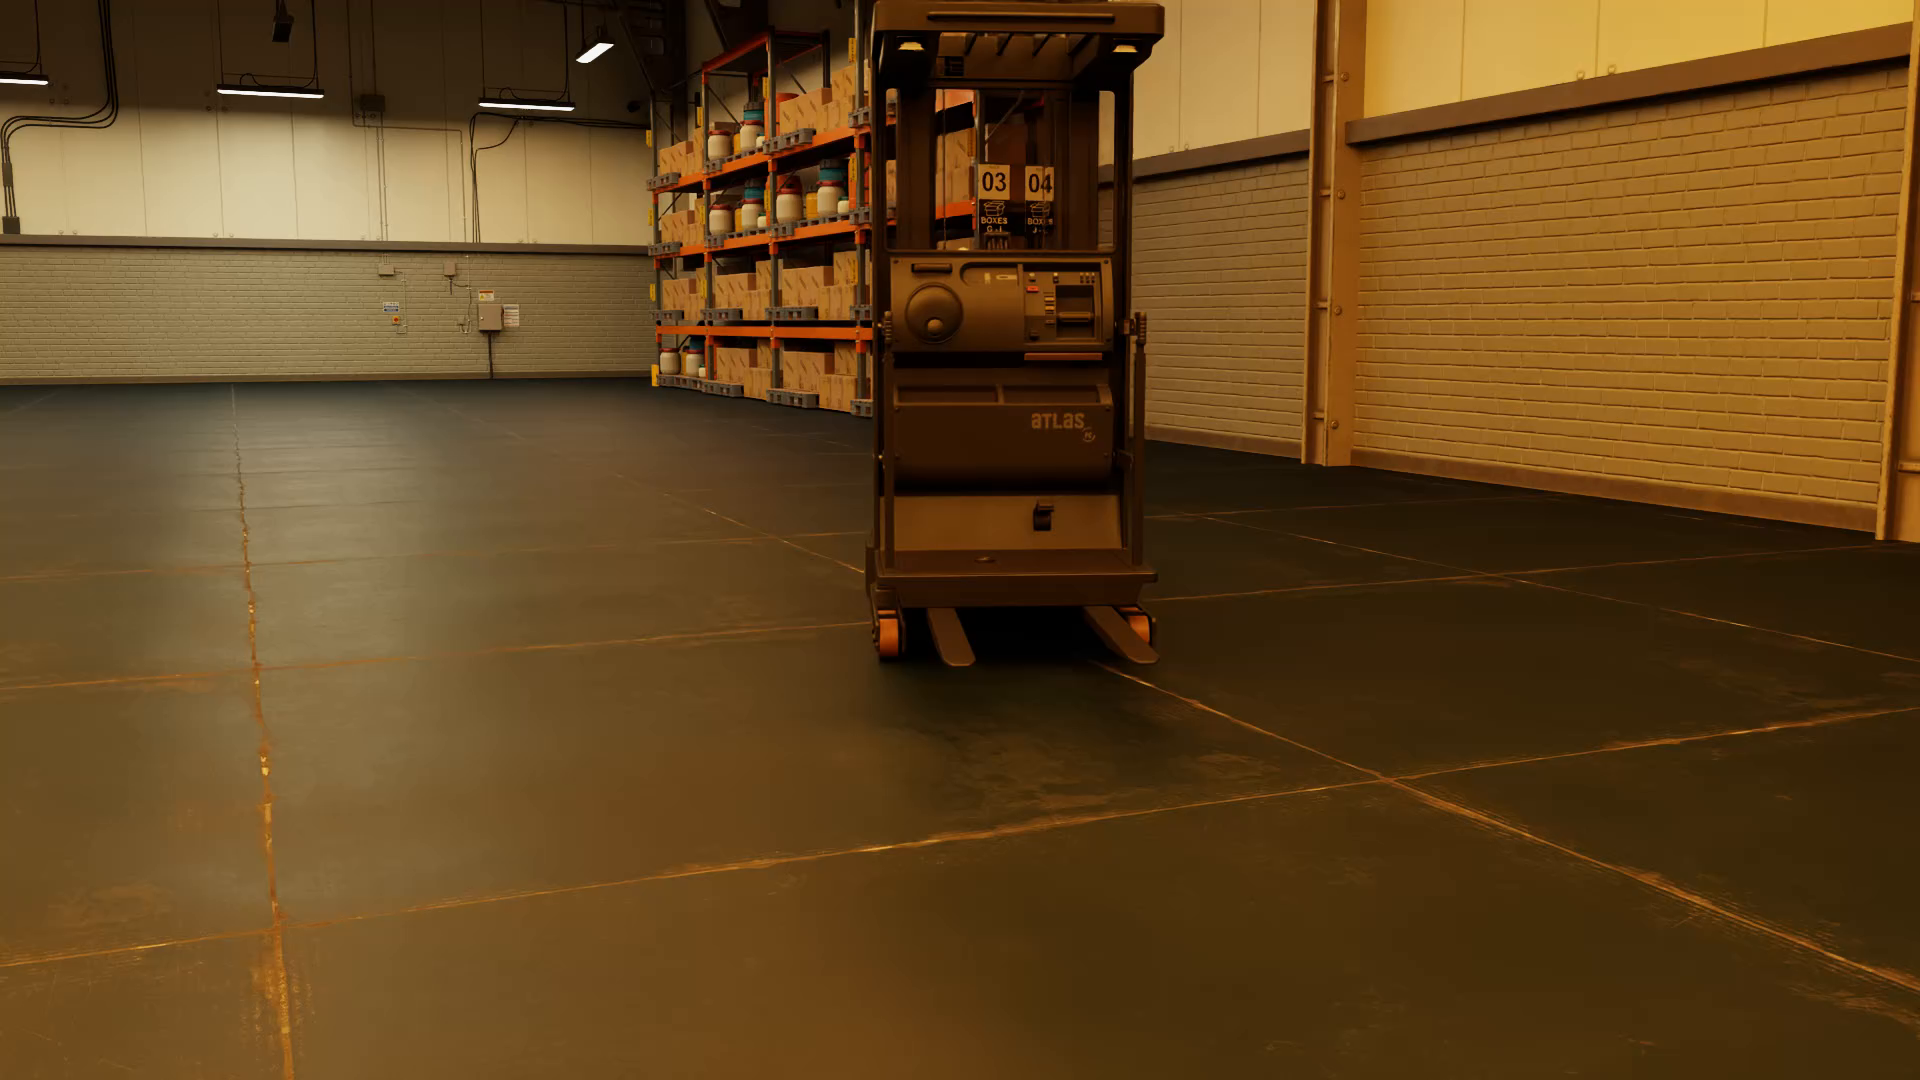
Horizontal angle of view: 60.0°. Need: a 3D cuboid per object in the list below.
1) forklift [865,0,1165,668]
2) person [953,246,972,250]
[{"bbox_3d":[0.193,-1.027,6.726,1.130,2.935,3.031,-1,8,-4],"label":"forklift"},{"bbox_3d":[0.024,-0.874,9.972,0.666,1.768,0.575,-3,8,-23],"label":"person"}]
